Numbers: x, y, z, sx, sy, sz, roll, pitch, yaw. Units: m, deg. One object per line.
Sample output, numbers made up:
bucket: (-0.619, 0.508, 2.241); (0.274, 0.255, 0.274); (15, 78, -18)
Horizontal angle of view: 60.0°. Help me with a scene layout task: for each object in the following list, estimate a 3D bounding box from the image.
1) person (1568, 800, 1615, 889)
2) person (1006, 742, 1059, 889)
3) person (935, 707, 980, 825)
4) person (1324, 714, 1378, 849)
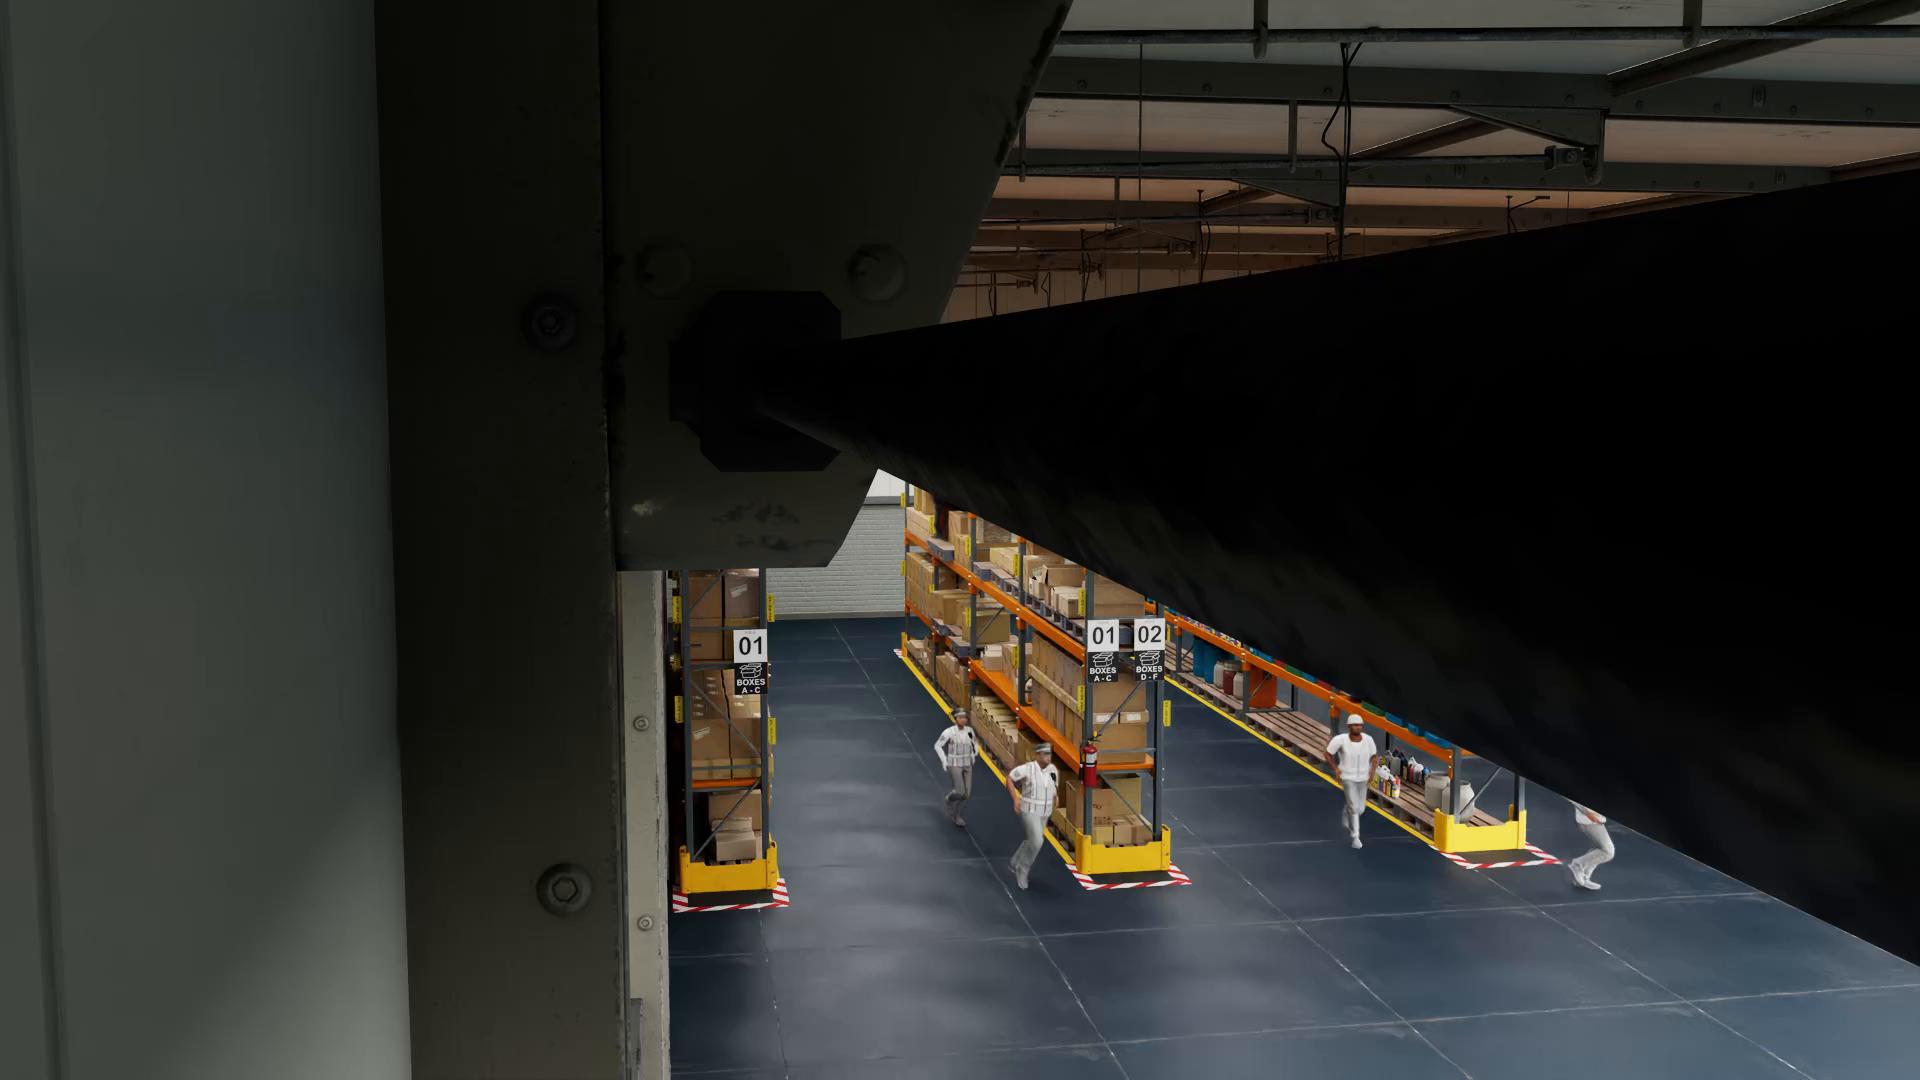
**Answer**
person: (7.684, 3.389, 20.160); (0.524, 1.737, 0.665); (3, 7, 26)
person: (0.917, 3.362, 20.489); (0.703, 1.784, 0.747); (-4, 7, -37)
person: (0.015, 3.128, 22.981); (0.608, 1.656, 0.540); (-3, 7, -25)
person: (5.233, 3.174, 22.230); (0.708, 1.746, 0.772); (-1, 6, -9)
